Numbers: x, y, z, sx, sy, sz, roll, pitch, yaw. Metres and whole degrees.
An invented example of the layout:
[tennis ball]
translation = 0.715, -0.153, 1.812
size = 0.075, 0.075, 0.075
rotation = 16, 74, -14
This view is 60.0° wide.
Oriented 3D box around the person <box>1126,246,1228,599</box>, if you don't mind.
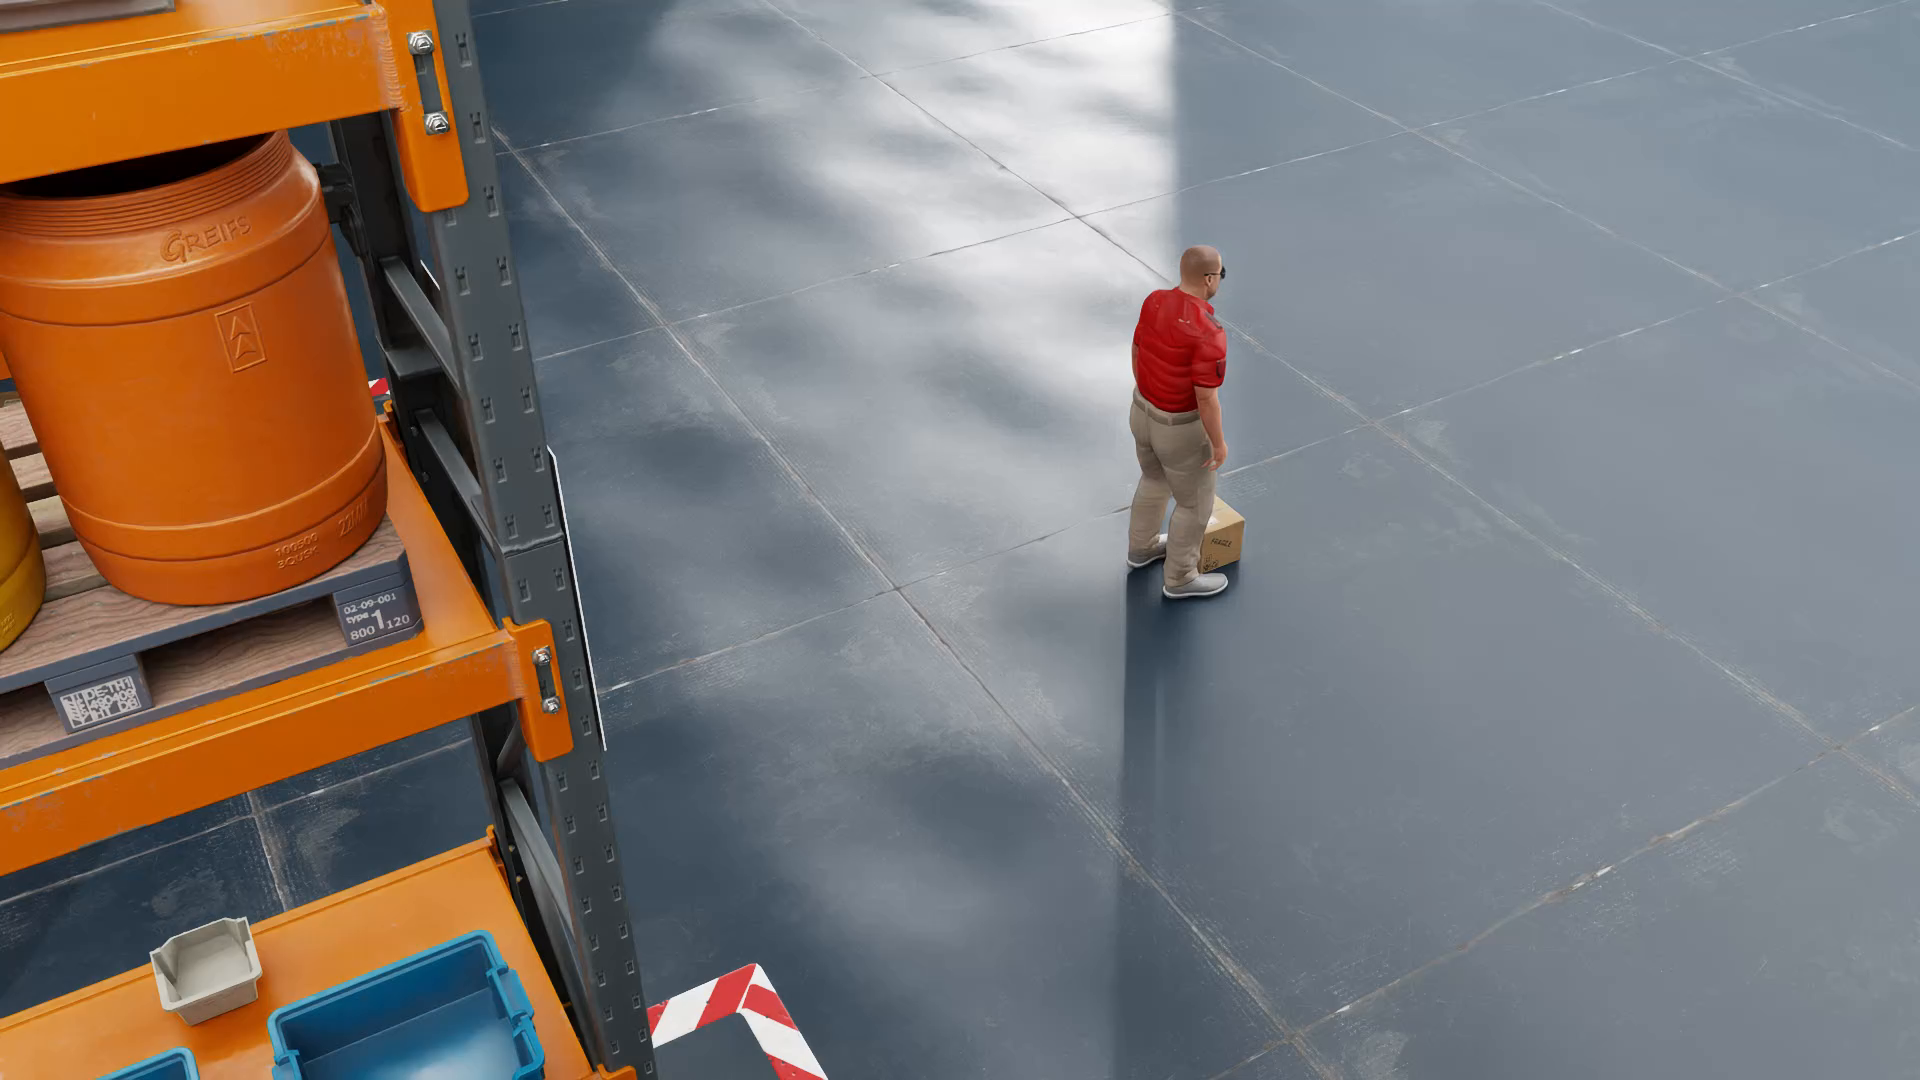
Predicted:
[person]
translation = 1.011, -0.542, 7.670
size = 0.396, 1.726, 0.586
rotation = -19, 41, -24
